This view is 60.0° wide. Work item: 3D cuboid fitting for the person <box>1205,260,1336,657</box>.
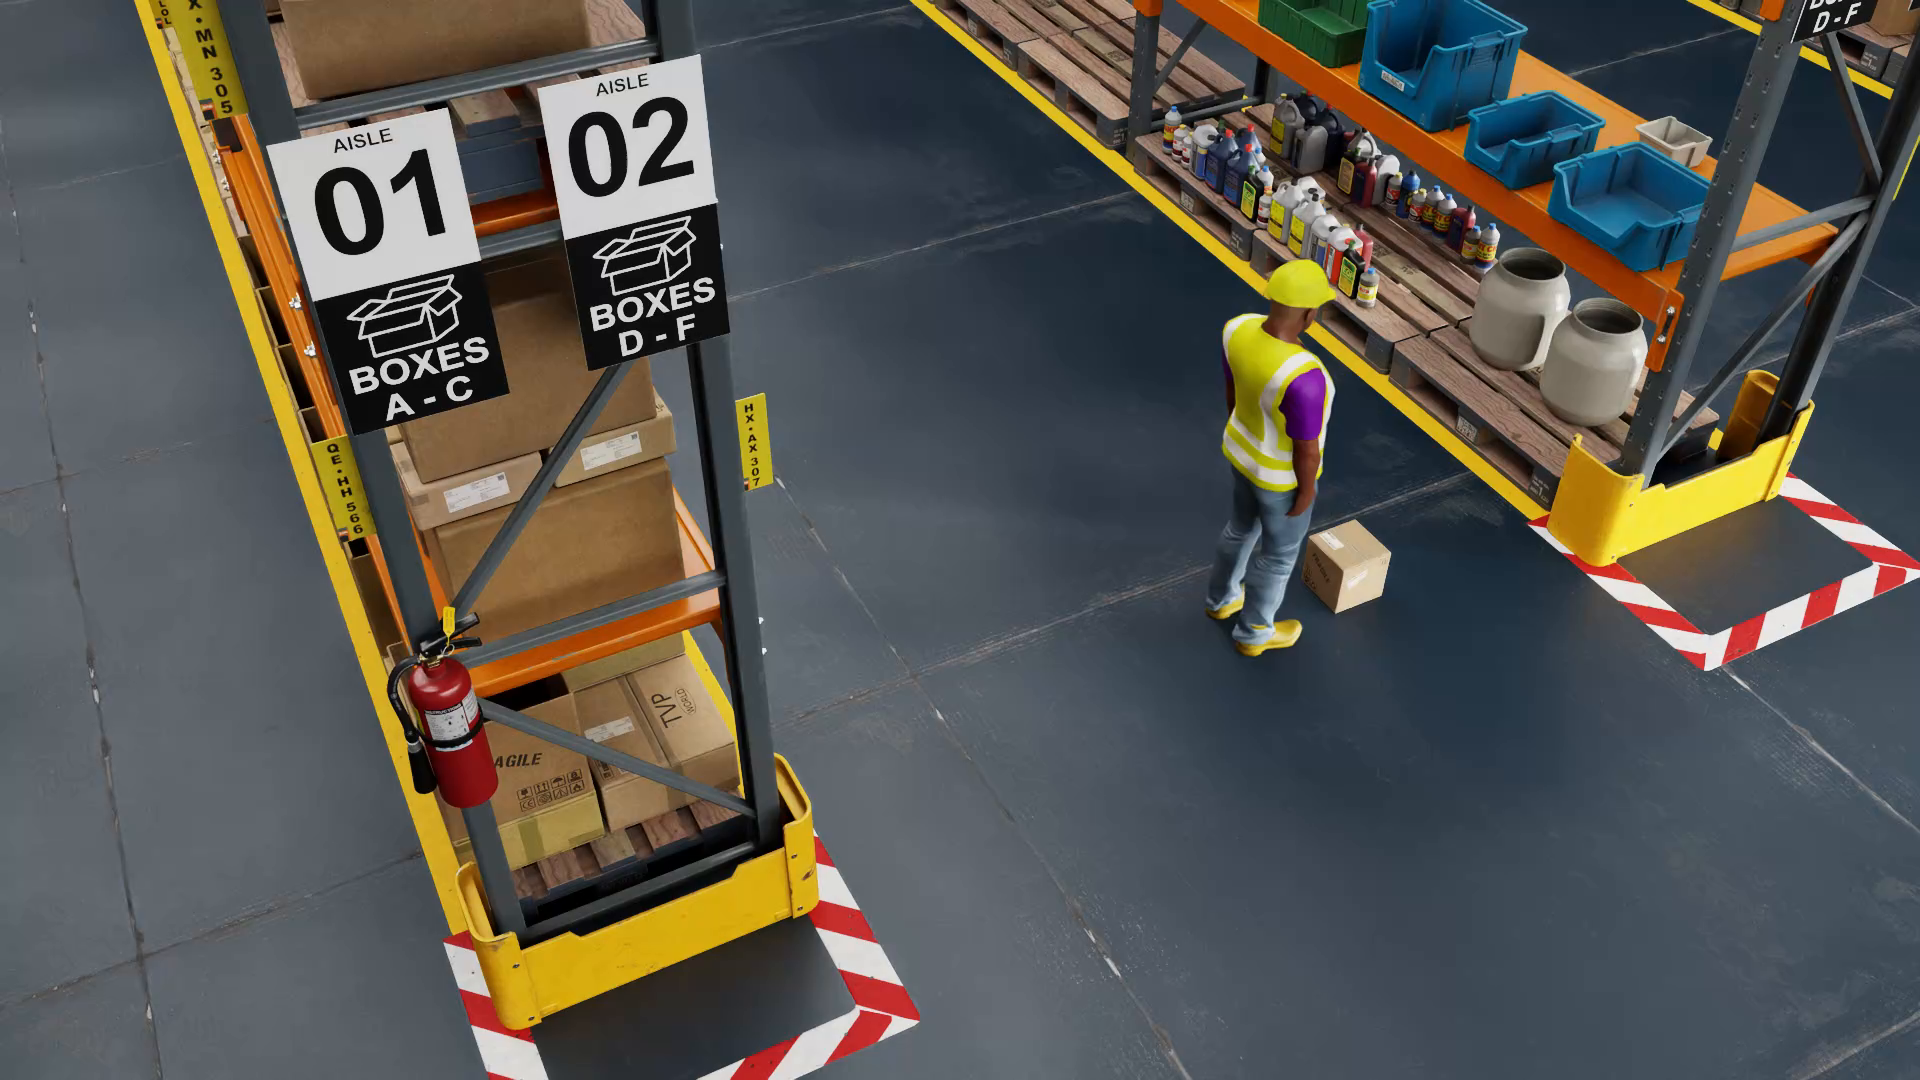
[{"bbox_3d":[1.212,-0.320,6.510,0.363,1.762,0.566,-18,44,-20],"label":"person"}]
